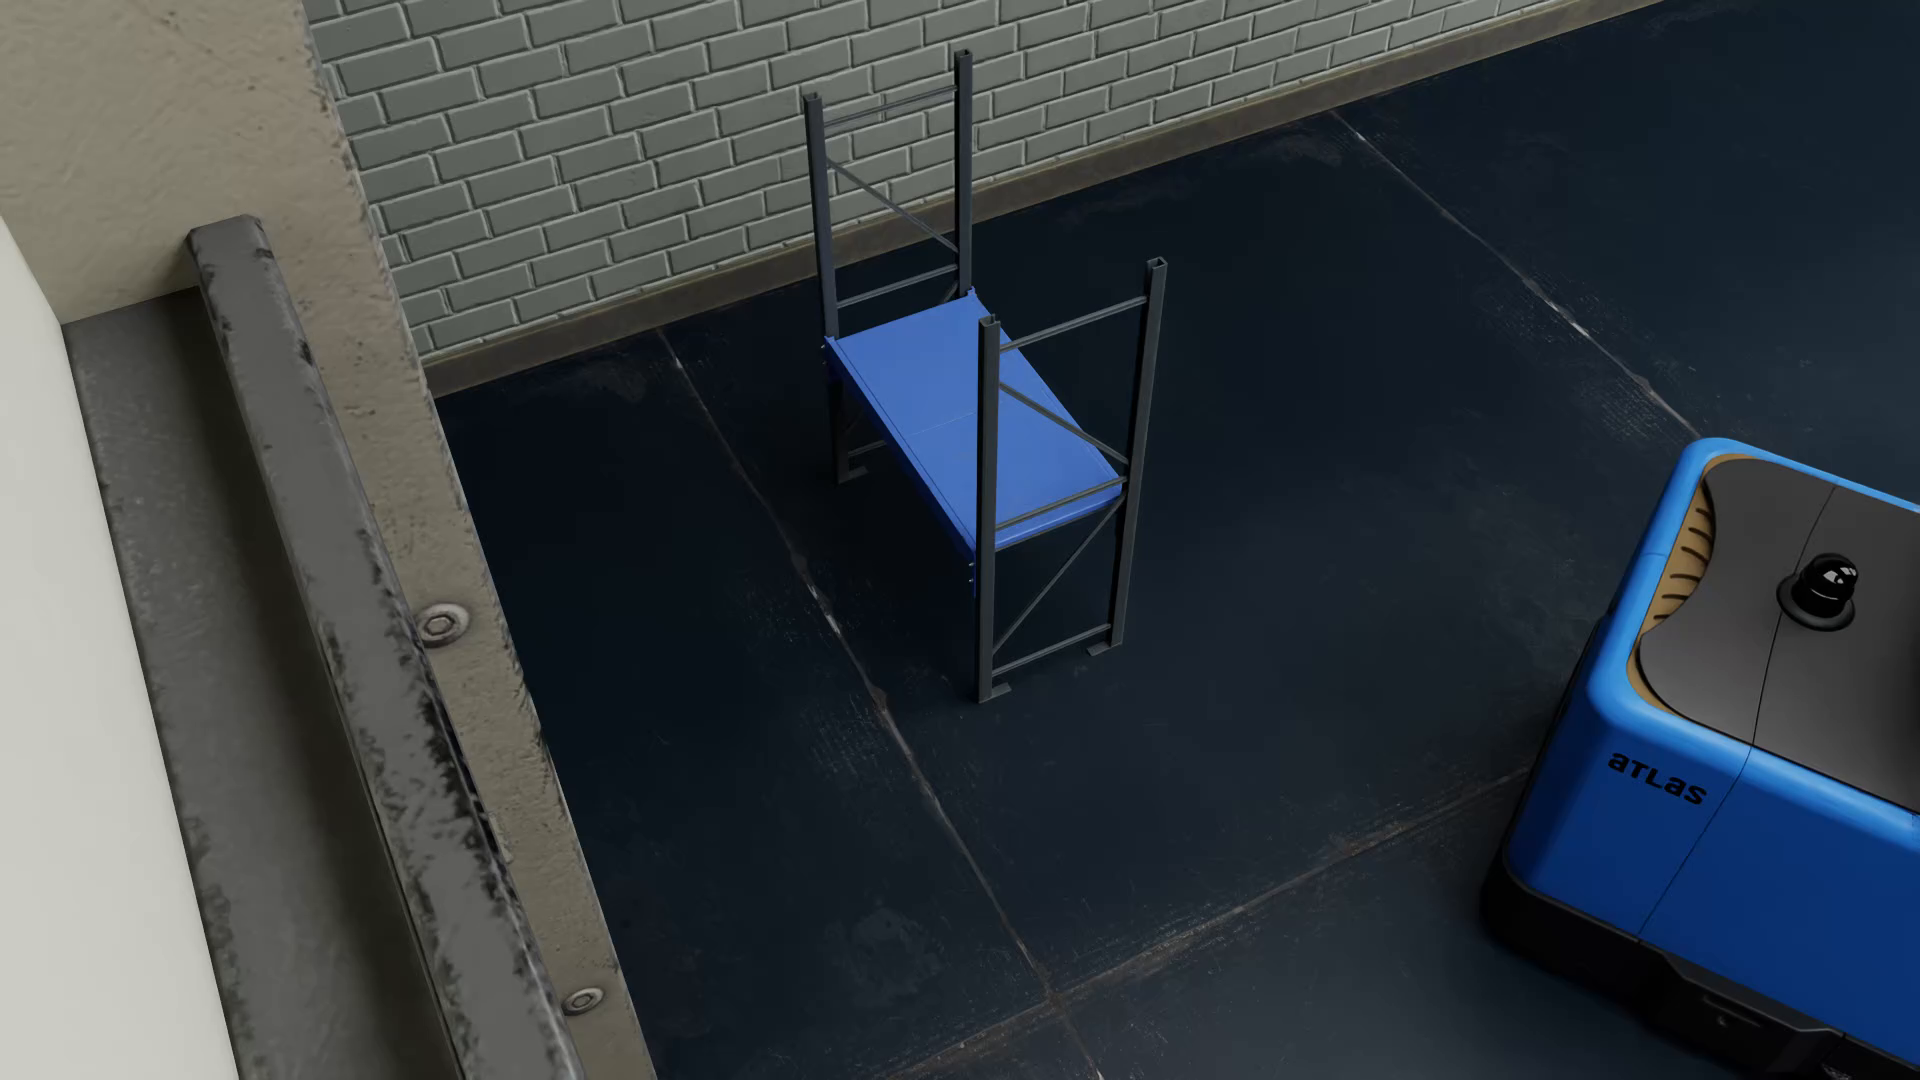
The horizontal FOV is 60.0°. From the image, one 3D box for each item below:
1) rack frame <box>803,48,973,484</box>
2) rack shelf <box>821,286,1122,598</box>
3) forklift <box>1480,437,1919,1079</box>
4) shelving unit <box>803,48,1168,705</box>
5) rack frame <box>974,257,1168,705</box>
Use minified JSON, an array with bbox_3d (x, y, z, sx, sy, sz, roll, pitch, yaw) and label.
[{"bbox_3d":[-0.194,-0.777,5.100,0.500,1.500,0.032,-21,52,-18],"label":"rack frame"},{"bbox_3d":[0.039,-0.318,4.938,0.538,0.185,1.000,-21,52,-18],"label":"rack shelf"},{"bbox_3d":[2.930,0.329,3.182,3.031,2.935,1.130,24,53,19],"label":"forklift"},{"bbox_3d":[0.039,-0.437,4.803,0.538,1.500,1.048,-21,52,-18],"label":"shelving unit"},{"bbox_3d":[0.272,-0.096,4.505,0.500,1.500,0.032,-21,52,-18],"label":"rack frame"}]
